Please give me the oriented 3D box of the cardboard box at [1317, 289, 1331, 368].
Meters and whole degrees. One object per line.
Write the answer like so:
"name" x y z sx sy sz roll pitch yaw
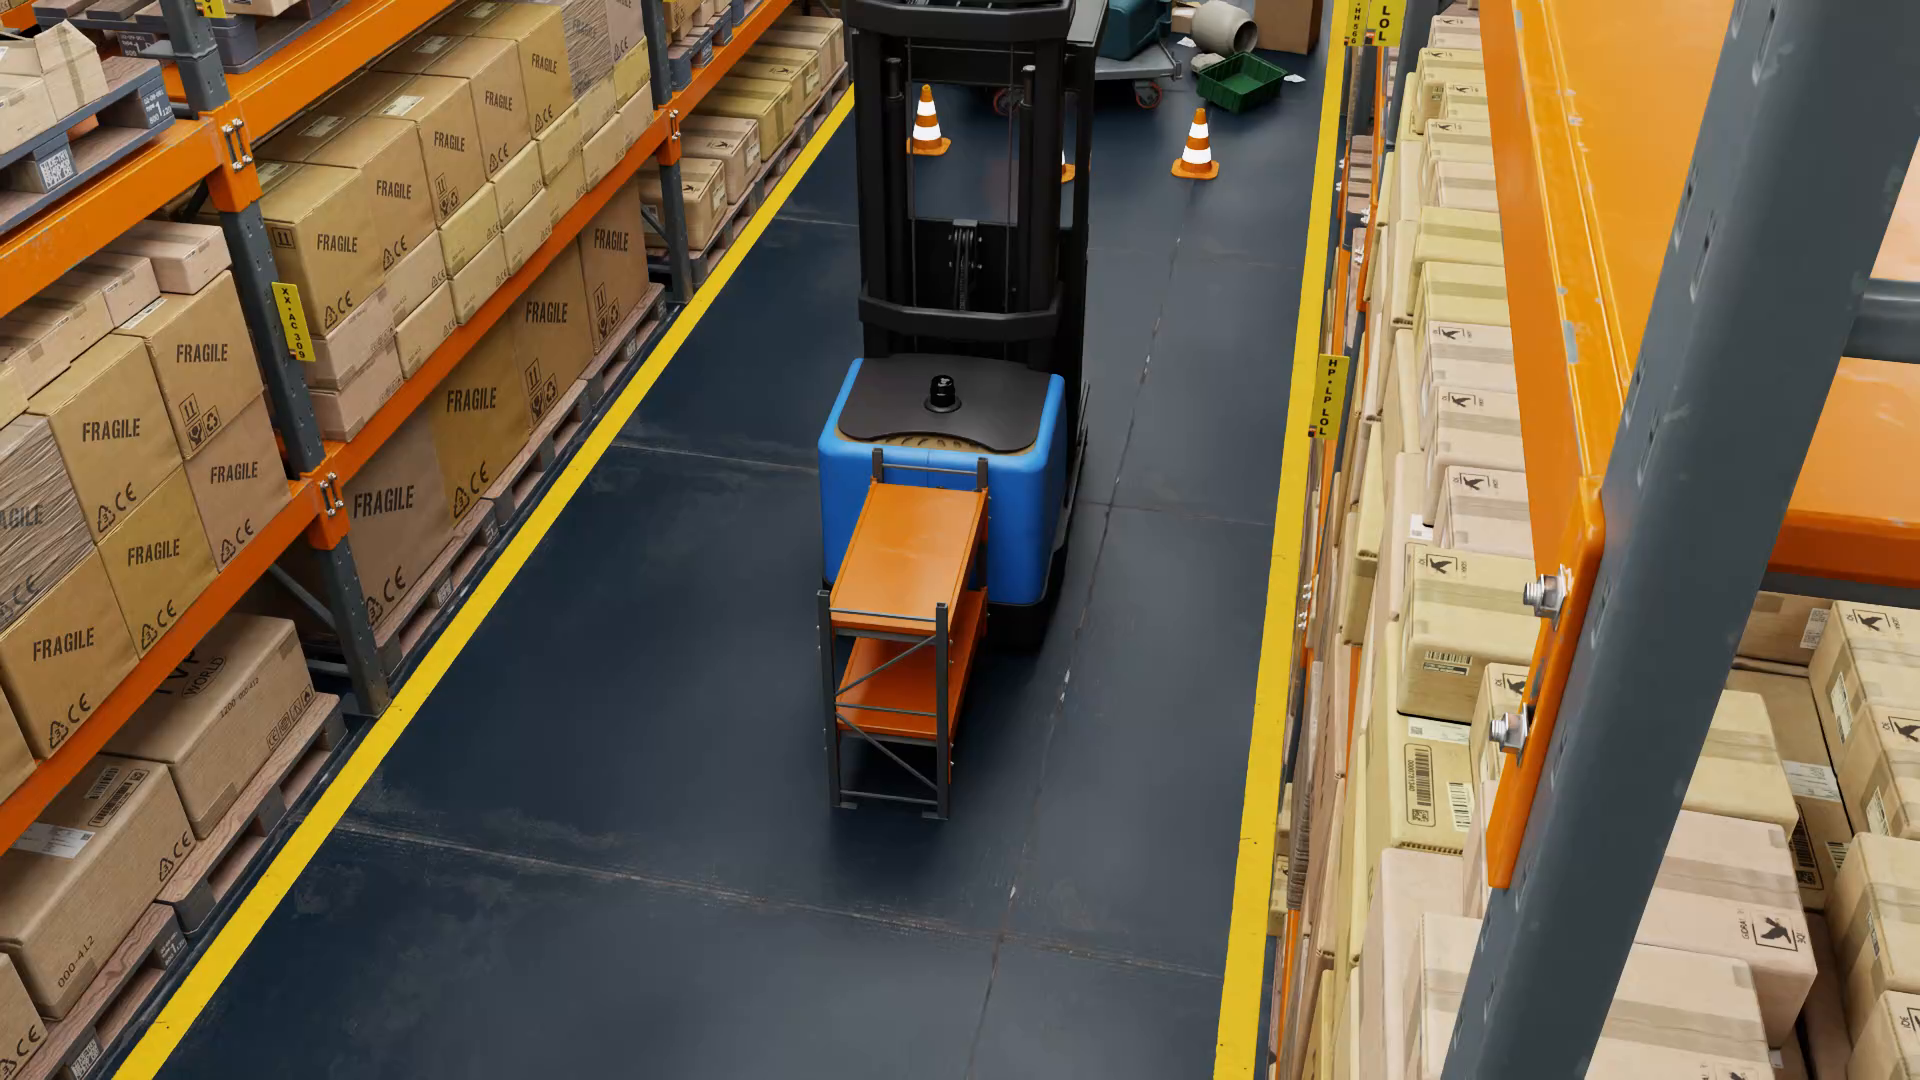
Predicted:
"cardboard box" 2.247 -1.024 9.149 0.500 0.500 0.500 6 36 8

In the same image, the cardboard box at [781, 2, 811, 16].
"cardboard box" -1.492 -4.525 14.193 0.500 0.250 0.500 9 37 12

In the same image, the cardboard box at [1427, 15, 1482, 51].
"cardboard box" 1.494 -1.328 4.602 0.380 0.149 0.250 7 36 9

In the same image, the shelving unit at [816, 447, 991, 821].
"shelving unit" -0.212 0.384 7.032 0.538 1.125 1.048 6 36 8

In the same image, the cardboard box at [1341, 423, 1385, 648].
"cardboard box" 1.093 0.015 3.515 0.500 0.250 0.500 9 37 12

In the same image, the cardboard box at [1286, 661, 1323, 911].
"cardboard box" 1.200 0.714 4.641 0.500 0.500 0.500 7 36 9

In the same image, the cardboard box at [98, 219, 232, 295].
"cardboard box" -2.819 -1.001 5.855 0.380 0.149 0.250 7 36 9

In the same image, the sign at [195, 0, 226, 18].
"sign" -2.522 -1.896 5.517 0.100 0.325 0.005 7 37 10

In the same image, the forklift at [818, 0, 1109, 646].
"forklift" 0.101 -1.551 8.163 1.130 2.935 3.031 5 36 7

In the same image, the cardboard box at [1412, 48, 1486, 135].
"cardboard box" 1.404 -1.176 4.393 0.380 0.149 0.250 6 36 8

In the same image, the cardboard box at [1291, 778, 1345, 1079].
"cardboard box" 1.004 0.898 3.535 0.500 0.500 0.500 9 37 12

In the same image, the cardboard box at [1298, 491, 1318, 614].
"cardboard box" 1.815 0.146 7.536 0.500 0.500 0.500 6 36 9

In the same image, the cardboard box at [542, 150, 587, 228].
"cardboard box" -2.281 -1.838 8.627 0.500 0.250 0.500 7 37 9

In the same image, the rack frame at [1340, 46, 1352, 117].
"rack frame" 3.502 -4.533 12.219 1.000 3.000 0.127 7 37 10

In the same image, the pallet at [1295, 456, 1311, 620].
"pallet" 2.216 0.034 8.293 1.003 0.211 1.213 7 37 10

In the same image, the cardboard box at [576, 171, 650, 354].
"cardboard box" -2.439 -1.727 9.799 0.875 0.875 0.875 7 37 10

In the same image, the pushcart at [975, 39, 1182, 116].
"pushcart" 0.883 -3.777 13.409 1.648 0.377 0.936 -5 36 -6

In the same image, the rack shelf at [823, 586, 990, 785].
"rack shelf" -0.212 0.582 7.175 0.538 0.278 1.000 6 36 8

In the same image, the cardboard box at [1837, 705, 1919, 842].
"cardboard box" 1.432 0.381 2.244 0.380 0.149 0.250 7 37 10

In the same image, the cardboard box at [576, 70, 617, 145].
"cardboard box" -2.171 -2.340 8.895 0.500 0.250 0.500 6 36 9

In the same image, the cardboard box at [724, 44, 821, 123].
"cardboard box" -1.615 -3.488 12.658 0.950 0.372 0.625 10 37 13

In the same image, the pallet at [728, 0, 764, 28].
"pallet" -1.827 -3.865 11.460 1.003 0.211 1.213 7 37 10

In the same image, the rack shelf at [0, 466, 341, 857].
"rack shelf" -3.491 0.929 5.296 1.077 0.370 4.000 7 37 10

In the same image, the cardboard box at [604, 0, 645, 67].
"cardboard box" -2.065 -2.918 9.054 0.500 0.500 0.500 6 36 9

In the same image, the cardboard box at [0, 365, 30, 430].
"cardboard box" -3.099 -0.426 5.062 0.380 0.149 0.250 7 37 10

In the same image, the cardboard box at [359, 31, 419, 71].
"cardboard box" -2.887 -2.126 7.961 0.500 0.500 0.500 8 37 11

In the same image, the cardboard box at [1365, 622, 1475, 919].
"cardboard box" 0.897 0.401 2.556 0.500 0.250 0.500 6 36 9

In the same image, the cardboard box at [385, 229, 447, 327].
"cardboard box" -2.611 -1.170 7.280 0.500 0.250 0.500 8 37 11

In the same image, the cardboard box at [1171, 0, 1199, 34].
"cardboard box" 2.070 -4.642 14.699 0.396 0.266 0.258 14 38 18

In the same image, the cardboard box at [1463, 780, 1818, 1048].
"cardboard box" 0.850 0.470 2.122 0.380 0.149 0.250 8 37 11

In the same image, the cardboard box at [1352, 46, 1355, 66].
"cardboard box" 2.696 -3.145 10.218 0.500 0.500 0.500 7 36 9

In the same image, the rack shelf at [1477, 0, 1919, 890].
"rack shelf" 1.366 -0.936 2.760 1.077 0.370 4.000 7 37 10

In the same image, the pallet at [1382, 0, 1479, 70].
"pallet" 2.248 -2.021 6.356 1.213 0.211 1.003 7 37 10

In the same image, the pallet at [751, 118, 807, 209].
"pallet" -1.779 -2.818 12.229 1.003 0.211 1.213 7 37 10

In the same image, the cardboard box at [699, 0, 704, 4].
"cardboard box" -1.783 -3.662 10.320 0.500 0.500 0.500 9 37 12

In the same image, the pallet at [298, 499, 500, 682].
"pallet" -2.973 0.168 8.108 1.003 0.211 1.213 7 37 10

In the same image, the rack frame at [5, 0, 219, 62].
"rack frame" -3.064 -2.938 4.906 1.000 3.000 0.127 7 37 10

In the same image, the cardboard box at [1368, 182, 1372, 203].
"cardboard box" 2.240 -1.768 8.260 0.380 0.149 0.250 9 37 12

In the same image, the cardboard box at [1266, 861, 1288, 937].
"cardboard box" 1.345 1.359 6.161 0.380 0.149 0.250 8 37 11

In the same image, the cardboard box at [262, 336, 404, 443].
"cardboard box" -2.712 -0.668 7.013 0.500 0.250 0.500 6 36 9

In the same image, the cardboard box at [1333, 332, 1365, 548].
"cardboard box" 1.459 -0.284 5.166 0.500 0.500 0.500 8 37 11

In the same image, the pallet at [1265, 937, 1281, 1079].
"pallet" 1.684 1.572 6.171 1.003 0.211 1.213 7 37 10

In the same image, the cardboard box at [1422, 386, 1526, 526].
"cardboard box" 1.027 -0.129 2.948 0.380 0.149 0.250 8 37 11

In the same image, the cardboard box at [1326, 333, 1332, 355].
"cardboard box" 2.037 -0.764 8.151 0.500 0.250 0.500 8 37 10

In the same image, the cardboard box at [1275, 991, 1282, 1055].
"cardboard box" 1.227 1.558 5.379 0.380 0.149 0.250 8 37 11

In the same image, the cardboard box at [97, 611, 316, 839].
"cardboard box" -3.303 0.705 6.817 0.875 0.438 0.875 7 36 9

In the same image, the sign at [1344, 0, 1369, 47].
"sign" 2.105 -2.776 8.808 0.100 0.325 0.005 7 37 10

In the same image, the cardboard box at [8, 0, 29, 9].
"cardboard box" -6.614 -3.873 11.436 0.500 0.250 0.500 7 36 9

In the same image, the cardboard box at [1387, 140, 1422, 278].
"cardboard box" 1.345 -0.772 4.175 0.500 0.250 0.500 7 37 10

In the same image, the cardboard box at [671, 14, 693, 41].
"cardboard box" -1.866 -3.192 10.224 0.380 0.149 0.250 5 36 7

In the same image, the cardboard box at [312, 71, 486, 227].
"cardboard box" -2.498 -1.753 7.446 0.500 0.500 0.500 6 36 9

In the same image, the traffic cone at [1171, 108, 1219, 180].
"traffic cone" 1.740 -2.926 12.163 0.336 0.463 0.334 7 37 10

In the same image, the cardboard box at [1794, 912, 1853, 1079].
"cardboard box" 1.289 0.766 2.054 0.500 0.250 0.500 8 37 11

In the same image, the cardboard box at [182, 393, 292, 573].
"cardboard box" -2.914 -0.252 6.226 0.500 0.500 0.500 8 37 10
